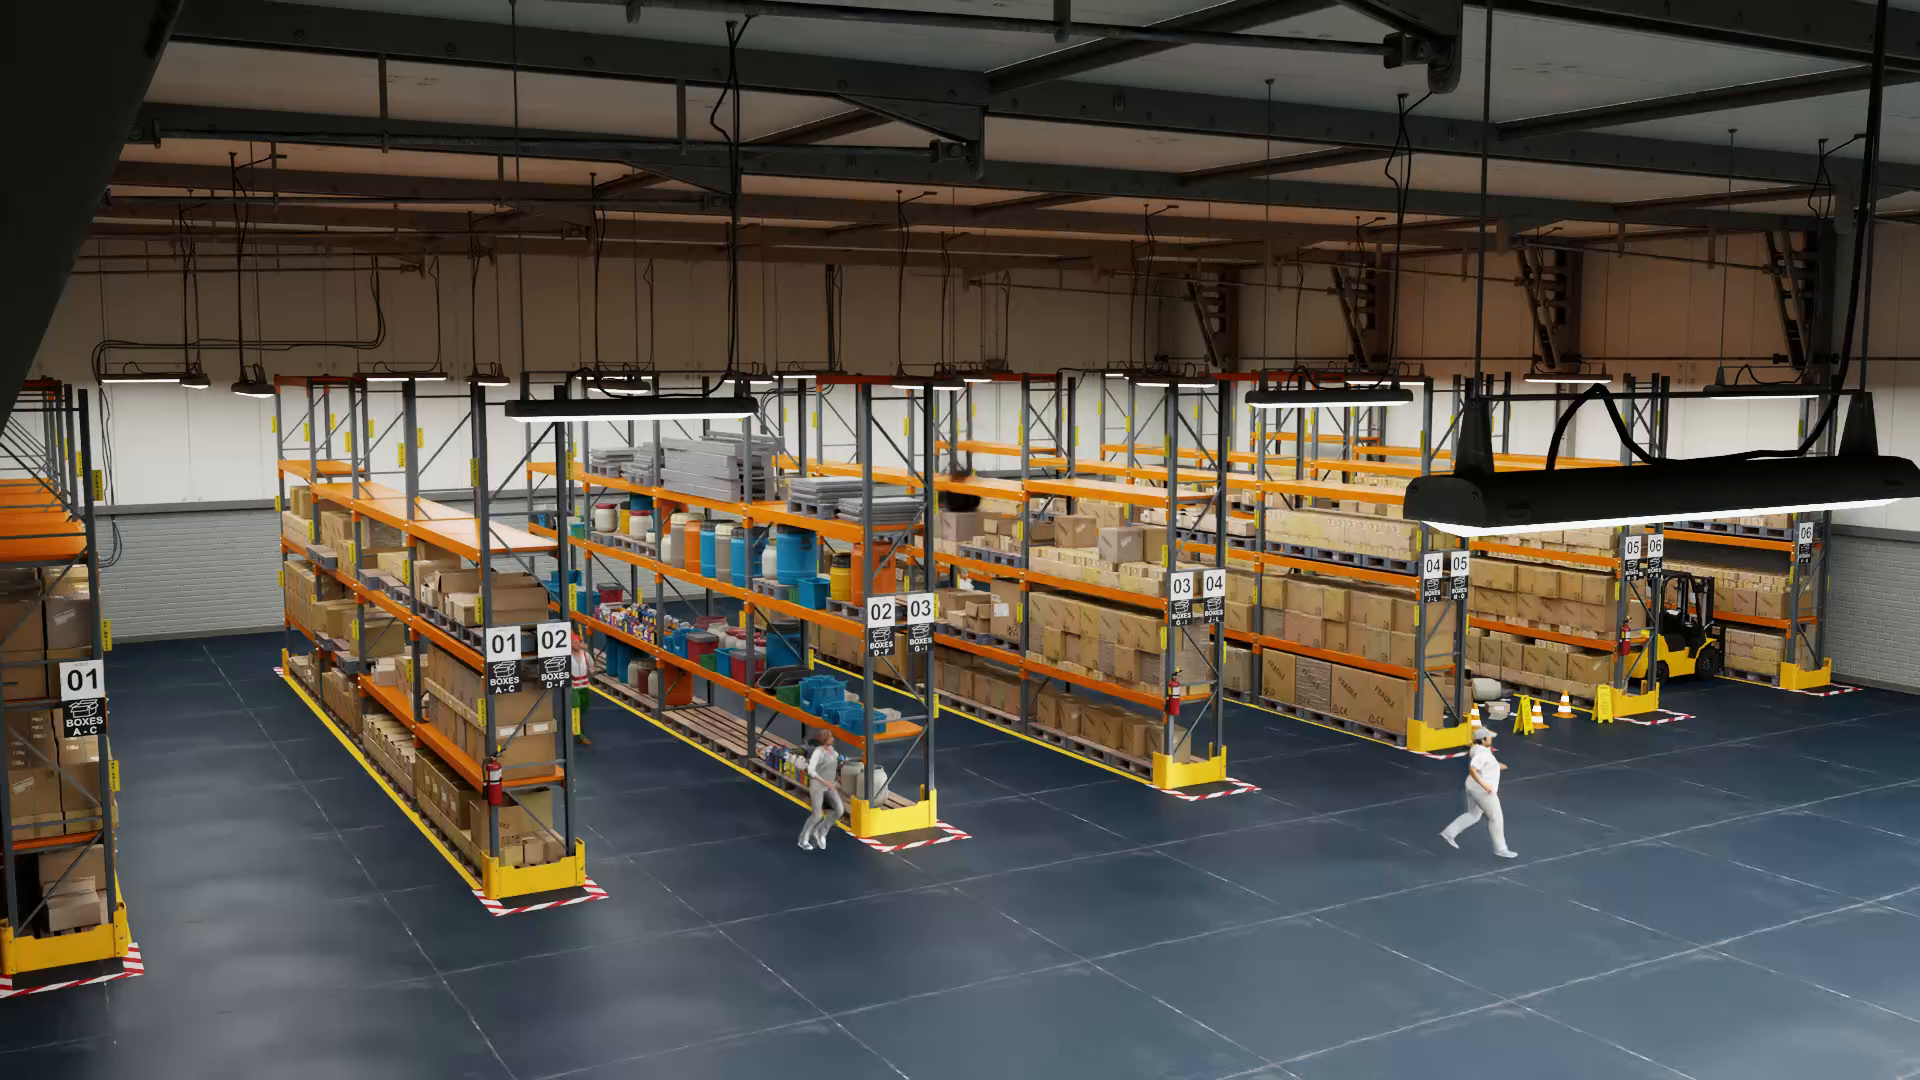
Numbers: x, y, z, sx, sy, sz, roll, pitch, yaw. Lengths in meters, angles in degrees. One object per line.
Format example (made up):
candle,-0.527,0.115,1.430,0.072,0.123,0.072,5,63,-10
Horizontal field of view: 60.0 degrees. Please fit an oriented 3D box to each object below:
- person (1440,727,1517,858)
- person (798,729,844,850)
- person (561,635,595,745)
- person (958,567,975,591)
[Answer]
person,6.602,3.186,21.075,0.943,1.650,0.608,0,6,0
person,-1.753,3.206,21.481,0.570,1.545,0.601,4,8,34
person,-6.307,2.432,27.373,0.663,1.766,0.997,-5,8,-39
person,0.141,1.439,36.986,0.621,1.695,0.938,-3,7,-25
